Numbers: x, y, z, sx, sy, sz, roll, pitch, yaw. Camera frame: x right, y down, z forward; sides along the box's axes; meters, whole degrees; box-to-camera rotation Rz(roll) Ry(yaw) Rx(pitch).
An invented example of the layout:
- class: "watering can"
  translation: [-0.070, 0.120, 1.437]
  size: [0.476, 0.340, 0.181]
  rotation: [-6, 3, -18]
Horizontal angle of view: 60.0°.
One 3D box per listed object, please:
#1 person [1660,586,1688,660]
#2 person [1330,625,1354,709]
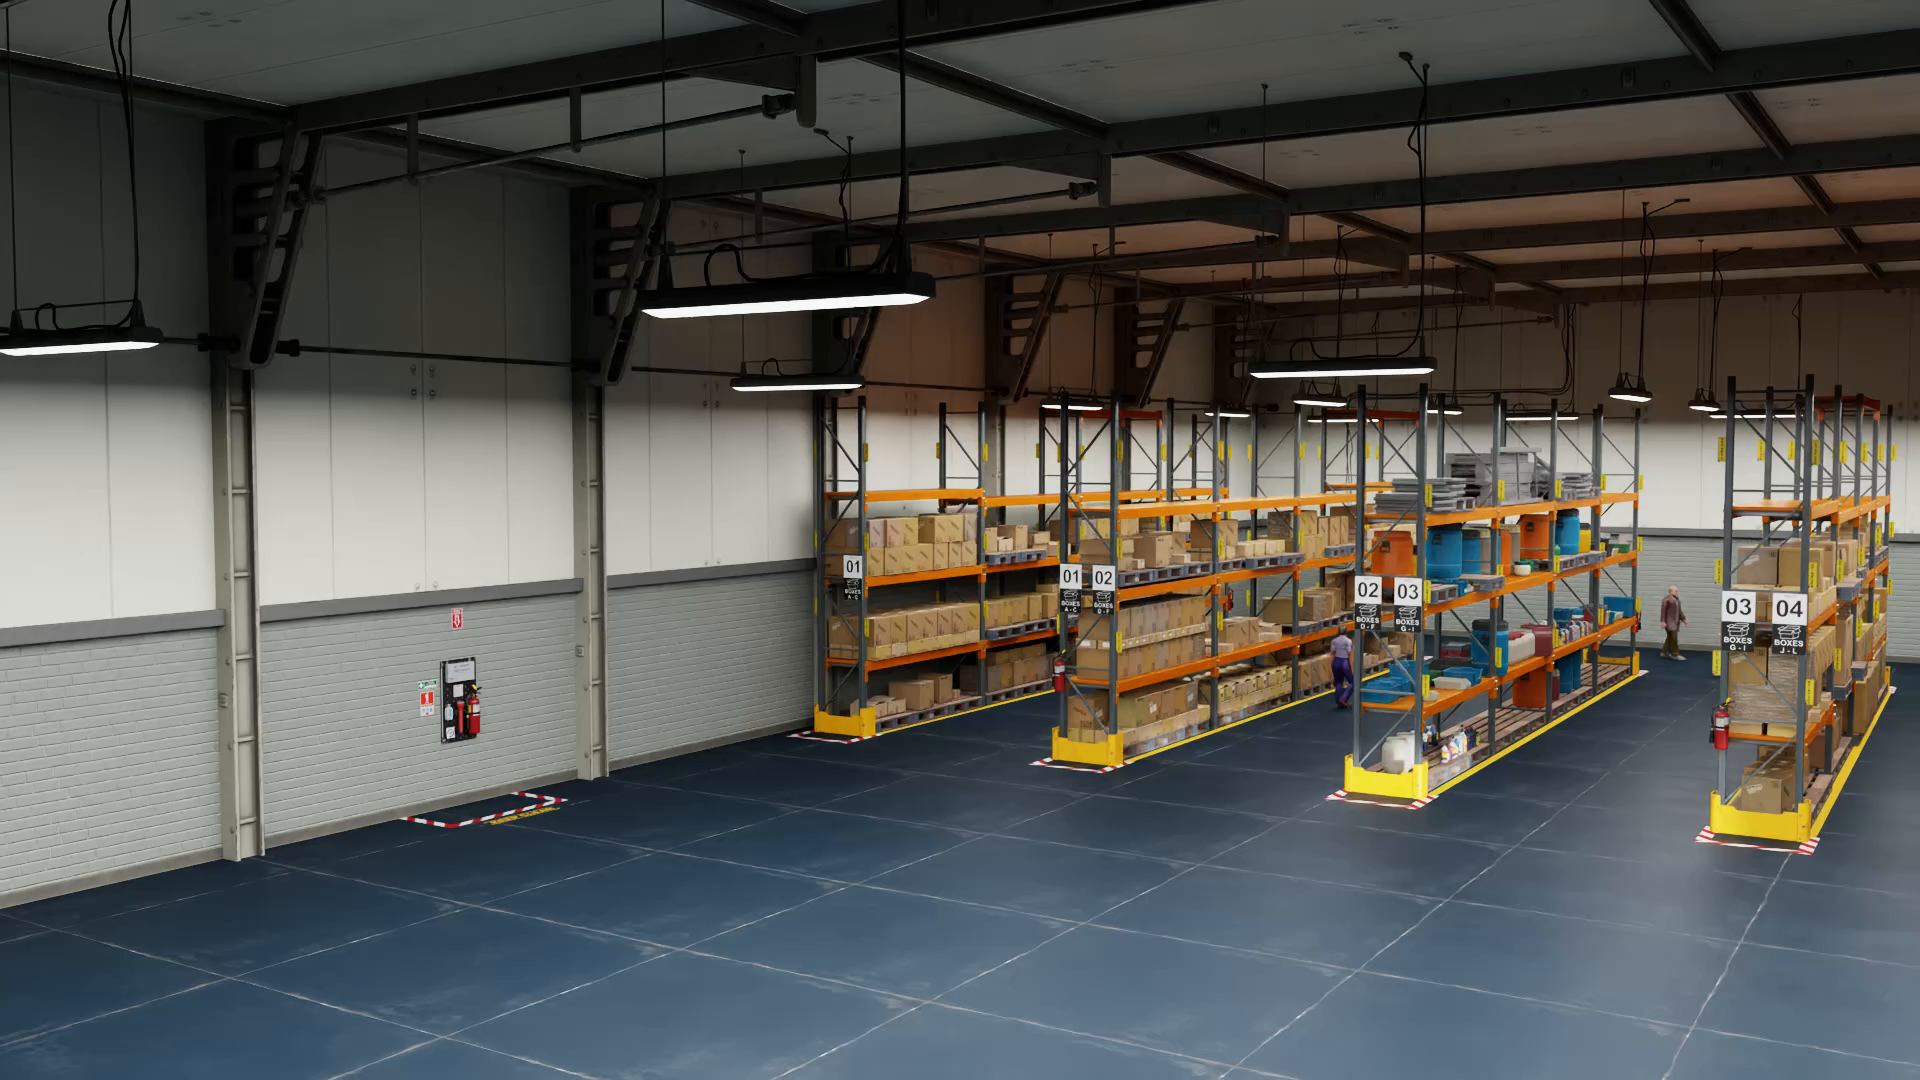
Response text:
- class: "person"
  translation: [17.295, 1.995, 40.212]
  size: [0.652, 1.769, 0.761]
  rotation: [-2, 4, -33]
- class: "person"
  translation: [7.457, 2.484, 32.434]
  size: [0.539, 1.646, 0.499]
  rotation: [3, 4, 40]
